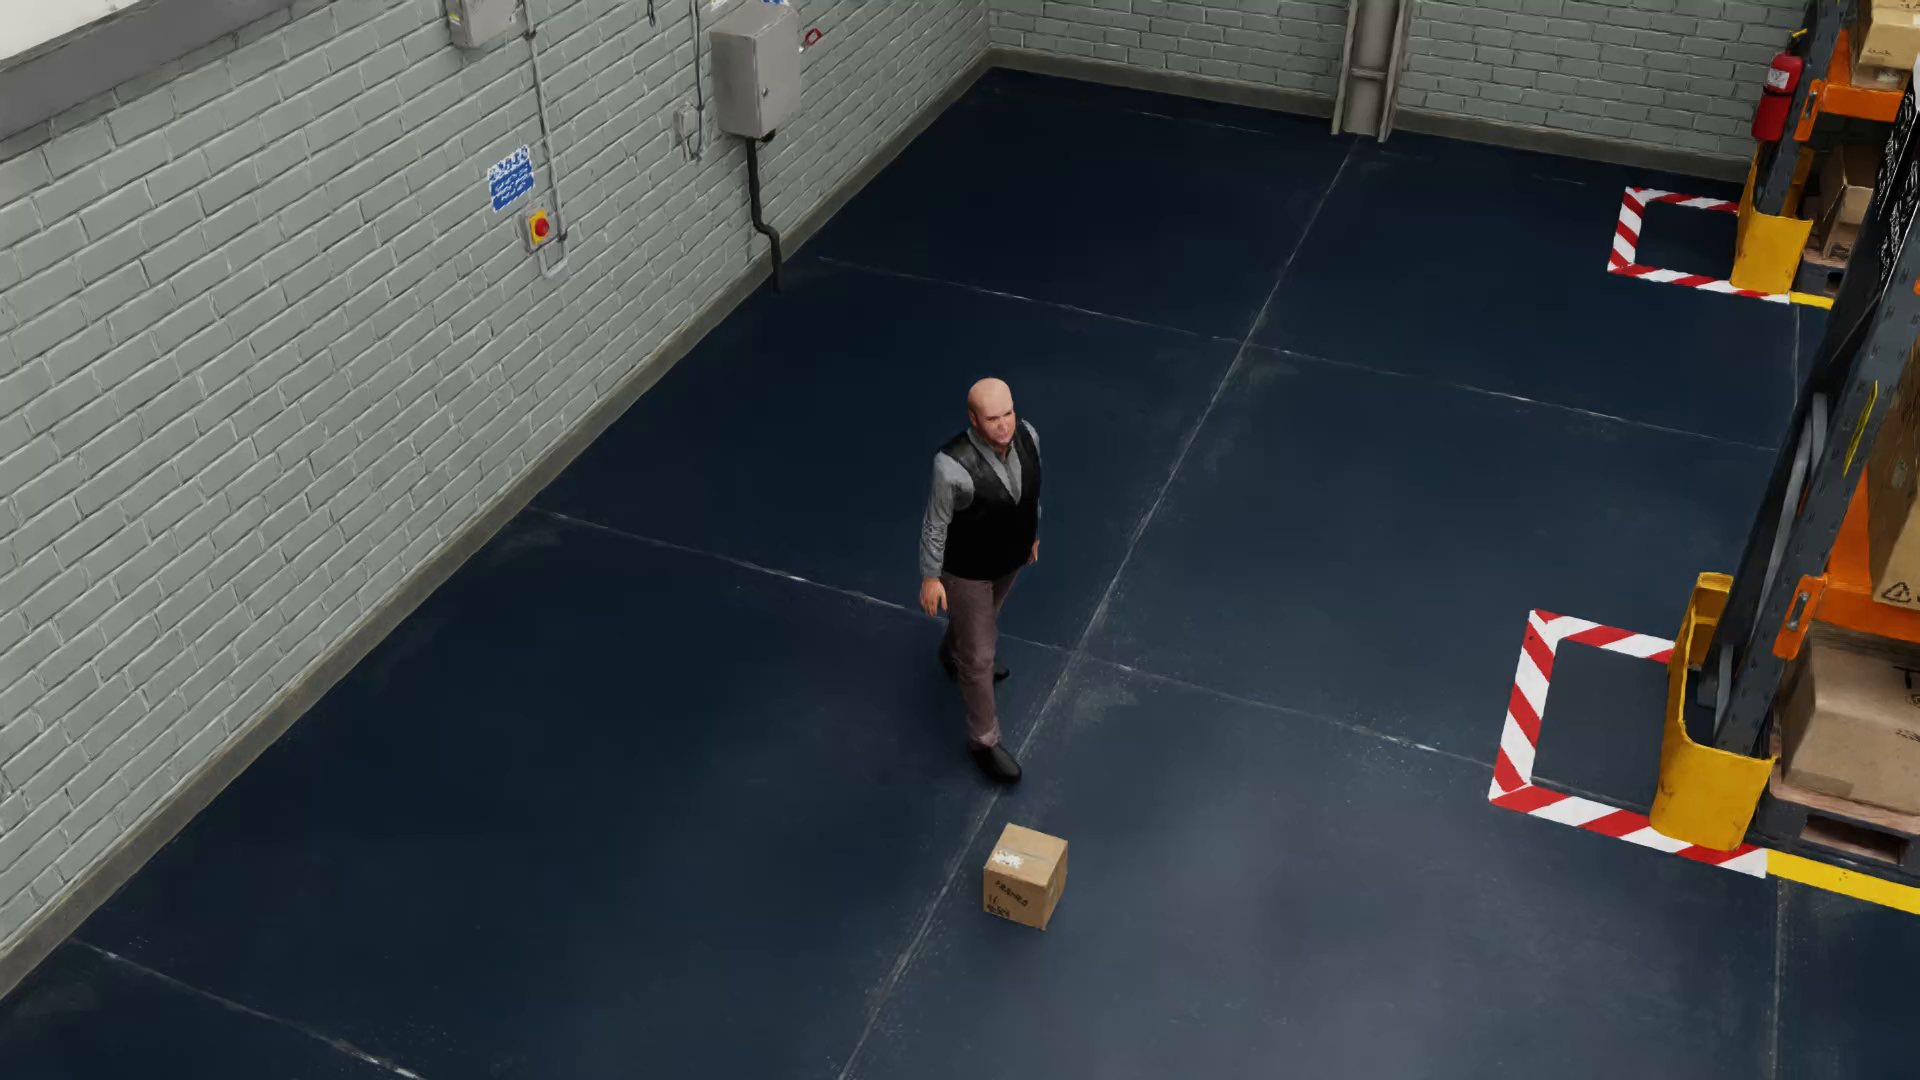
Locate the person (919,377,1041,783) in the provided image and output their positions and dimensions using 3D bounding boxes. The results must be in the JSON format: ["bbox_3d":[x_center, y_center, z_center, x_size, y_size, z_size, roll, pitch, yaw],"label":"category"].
[{"bbox_3d":[0.127,0.091,6.705,0.765,1.699,0.612,30,47,33],"label":"person"}]
